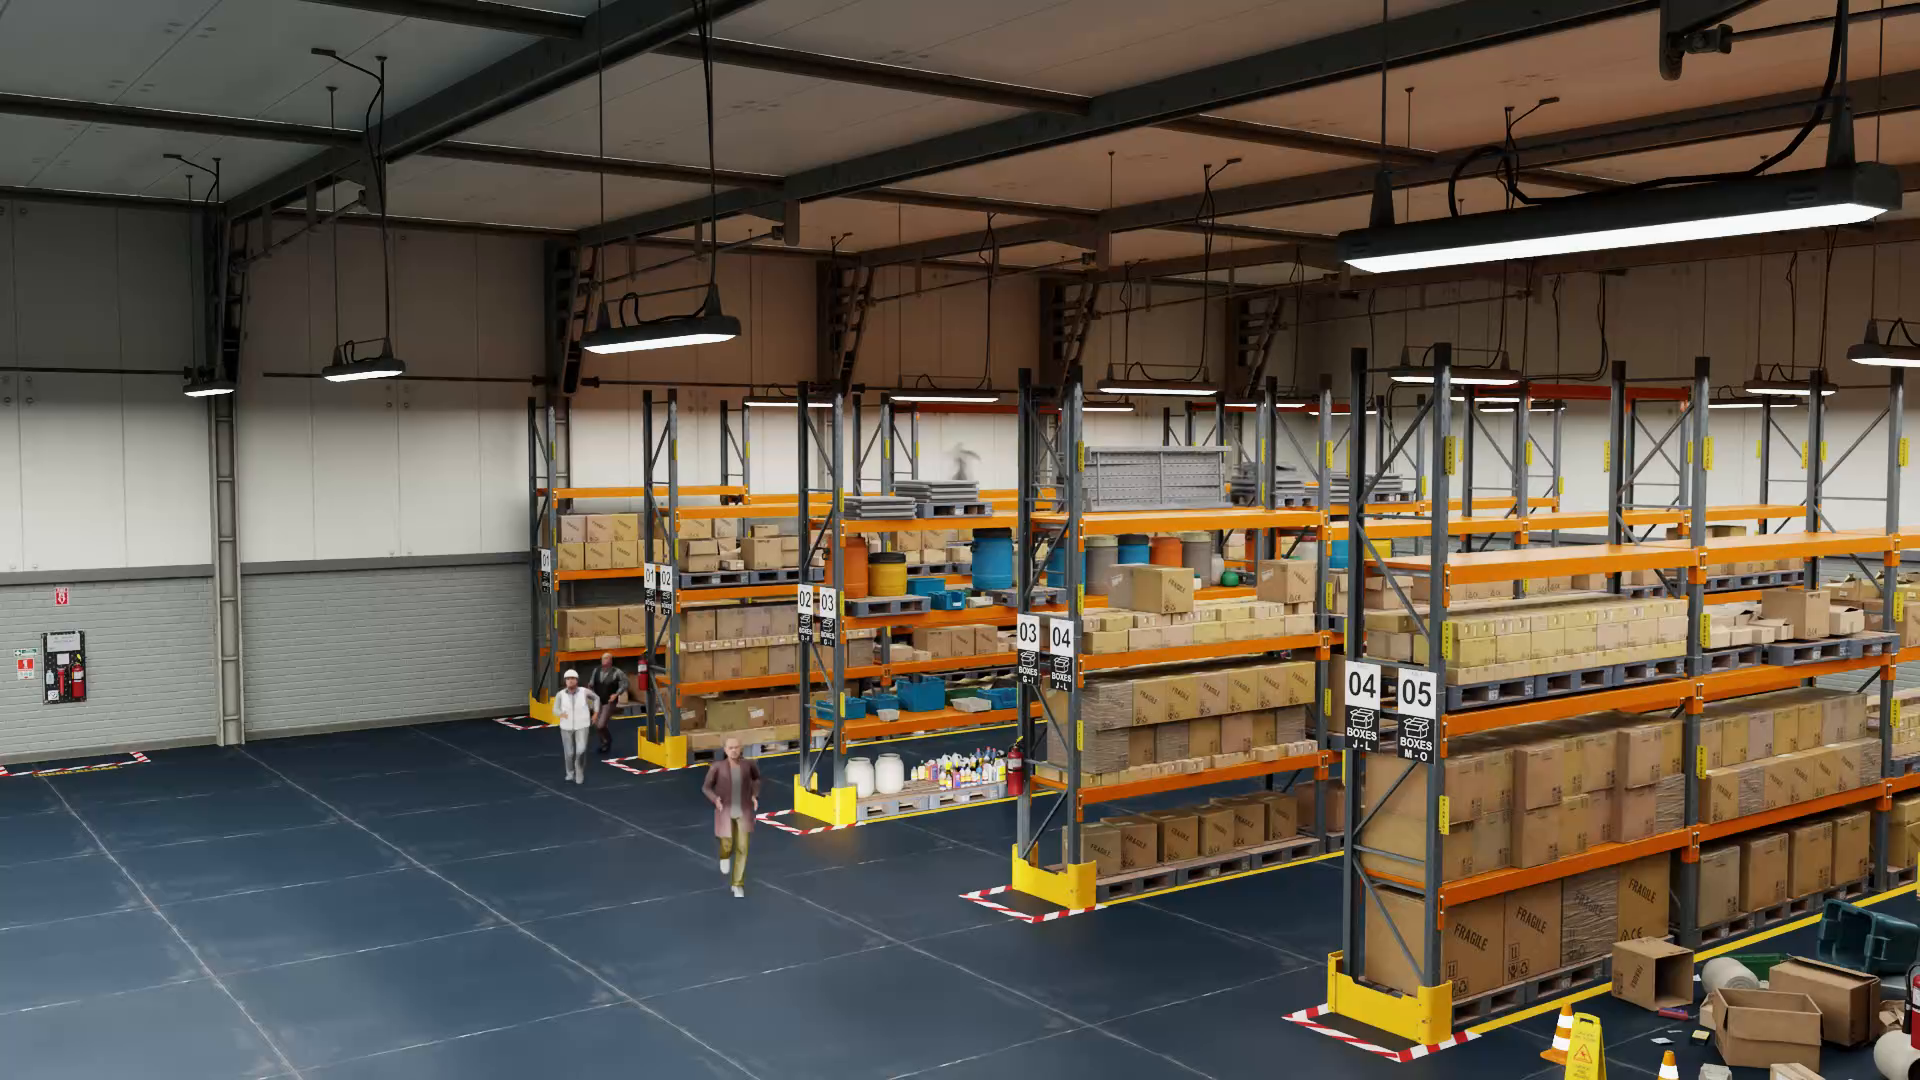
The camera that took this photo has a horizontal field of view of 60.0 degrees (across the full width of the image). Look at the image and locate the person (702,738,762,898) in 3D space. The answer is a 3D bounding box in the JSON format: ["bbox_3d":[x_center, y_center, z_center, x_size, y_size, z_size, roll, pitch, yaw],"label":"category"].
[{"bbox_3d":[-2.606,3.158,19.166,0.709,1.764,0.923,-1,4,-16],"label":"person"}]

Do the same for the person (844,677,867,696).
[{"bbox_3d":[-1.987,2.506,31.461,0.740,1.719,0.574,-3,5,-42],"label":"person"}]

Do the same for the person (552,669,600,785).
[{"bbox_3d":[-5.759,2.800,24.926,0.672,1.737,0.838,0,3,-7],"label":"person"}]

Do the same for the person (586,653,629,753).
[{"bbox_3d":[-5.863,2.701,27.451,0.669,1.690,0.641,1,4,23],"label":"person"}]
